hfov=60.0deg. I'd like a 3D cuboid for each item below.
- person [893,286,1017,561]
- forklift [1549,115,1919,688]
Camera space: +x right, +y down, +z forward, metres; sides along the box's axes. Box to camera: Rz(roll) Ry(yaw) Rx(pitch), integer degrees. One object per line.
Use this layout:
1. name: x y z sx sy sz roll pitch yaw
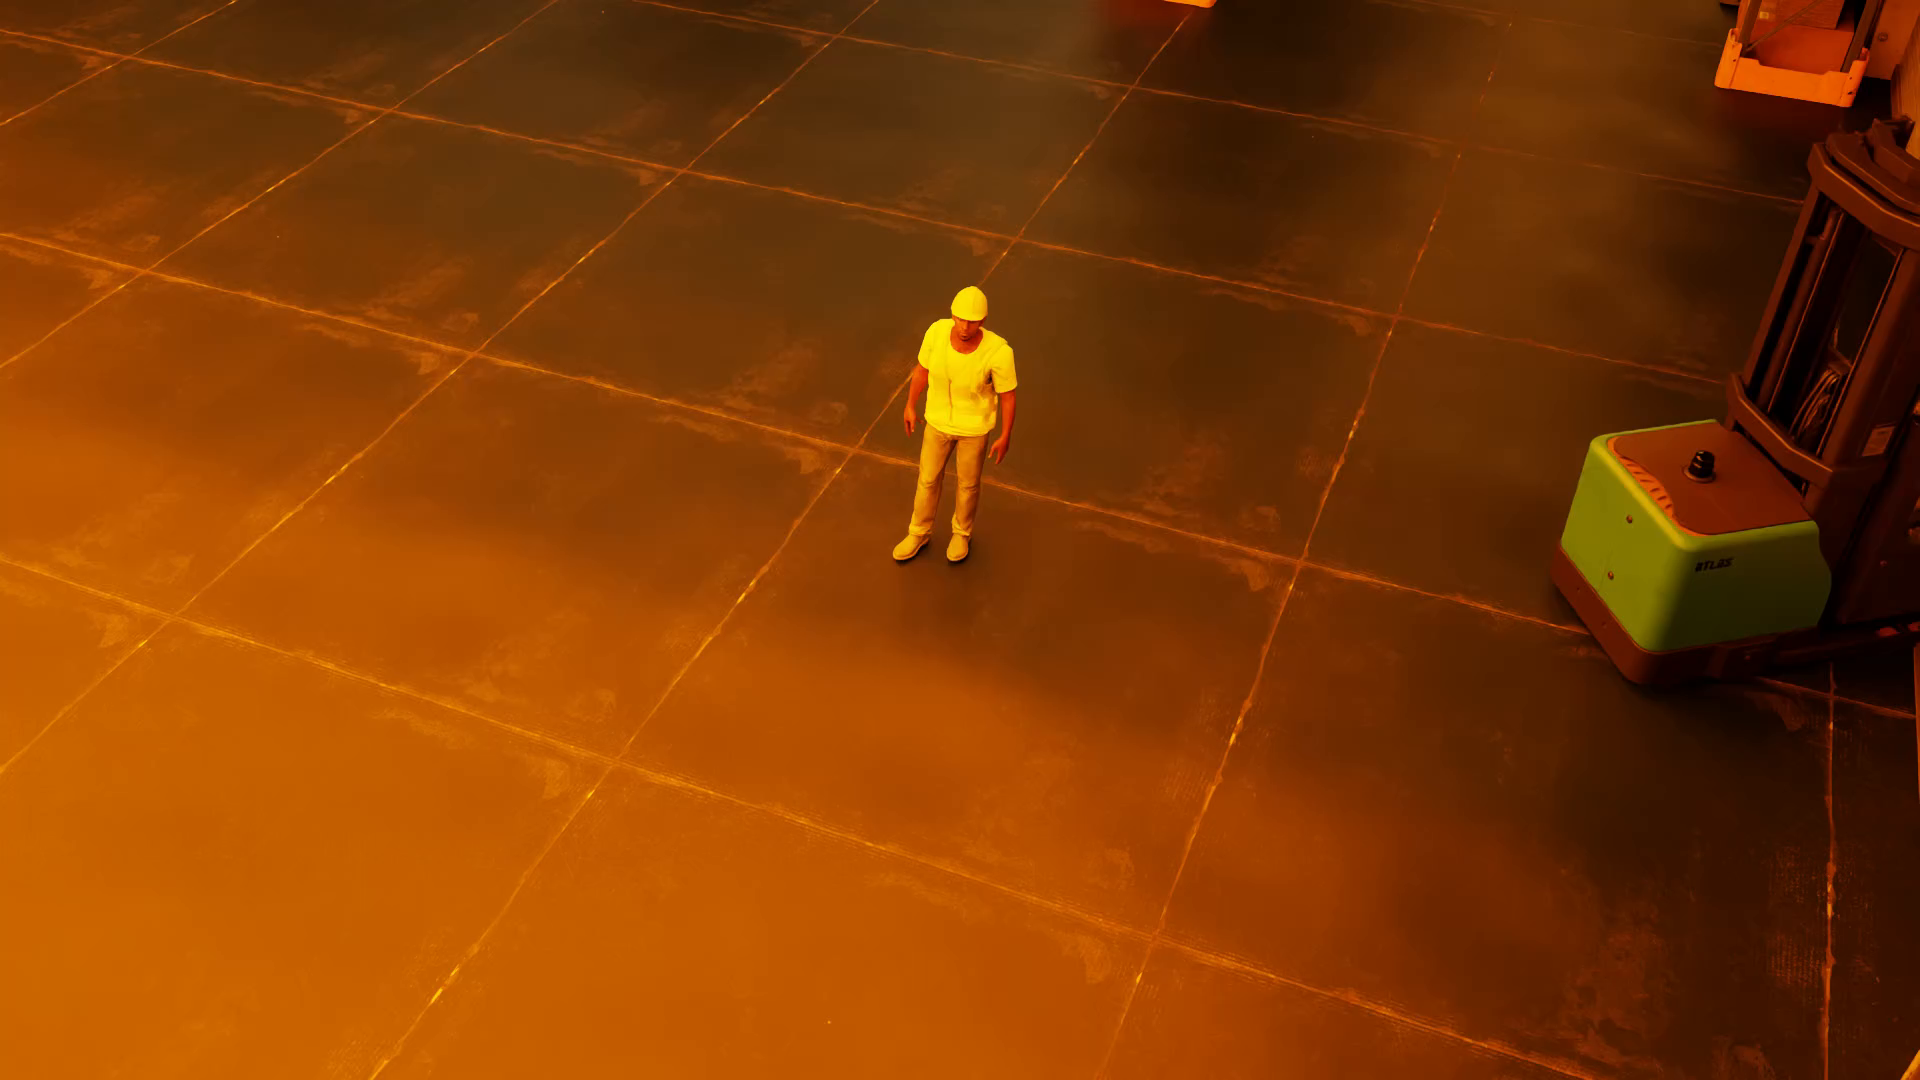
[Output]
1. person: -0.032 -0.643 9.671 0.665 1.765 0.577 15 42 17
2. forklift: 5.088 -0.790 8.950 3.031 2.935 1.130 -8 41 -10
